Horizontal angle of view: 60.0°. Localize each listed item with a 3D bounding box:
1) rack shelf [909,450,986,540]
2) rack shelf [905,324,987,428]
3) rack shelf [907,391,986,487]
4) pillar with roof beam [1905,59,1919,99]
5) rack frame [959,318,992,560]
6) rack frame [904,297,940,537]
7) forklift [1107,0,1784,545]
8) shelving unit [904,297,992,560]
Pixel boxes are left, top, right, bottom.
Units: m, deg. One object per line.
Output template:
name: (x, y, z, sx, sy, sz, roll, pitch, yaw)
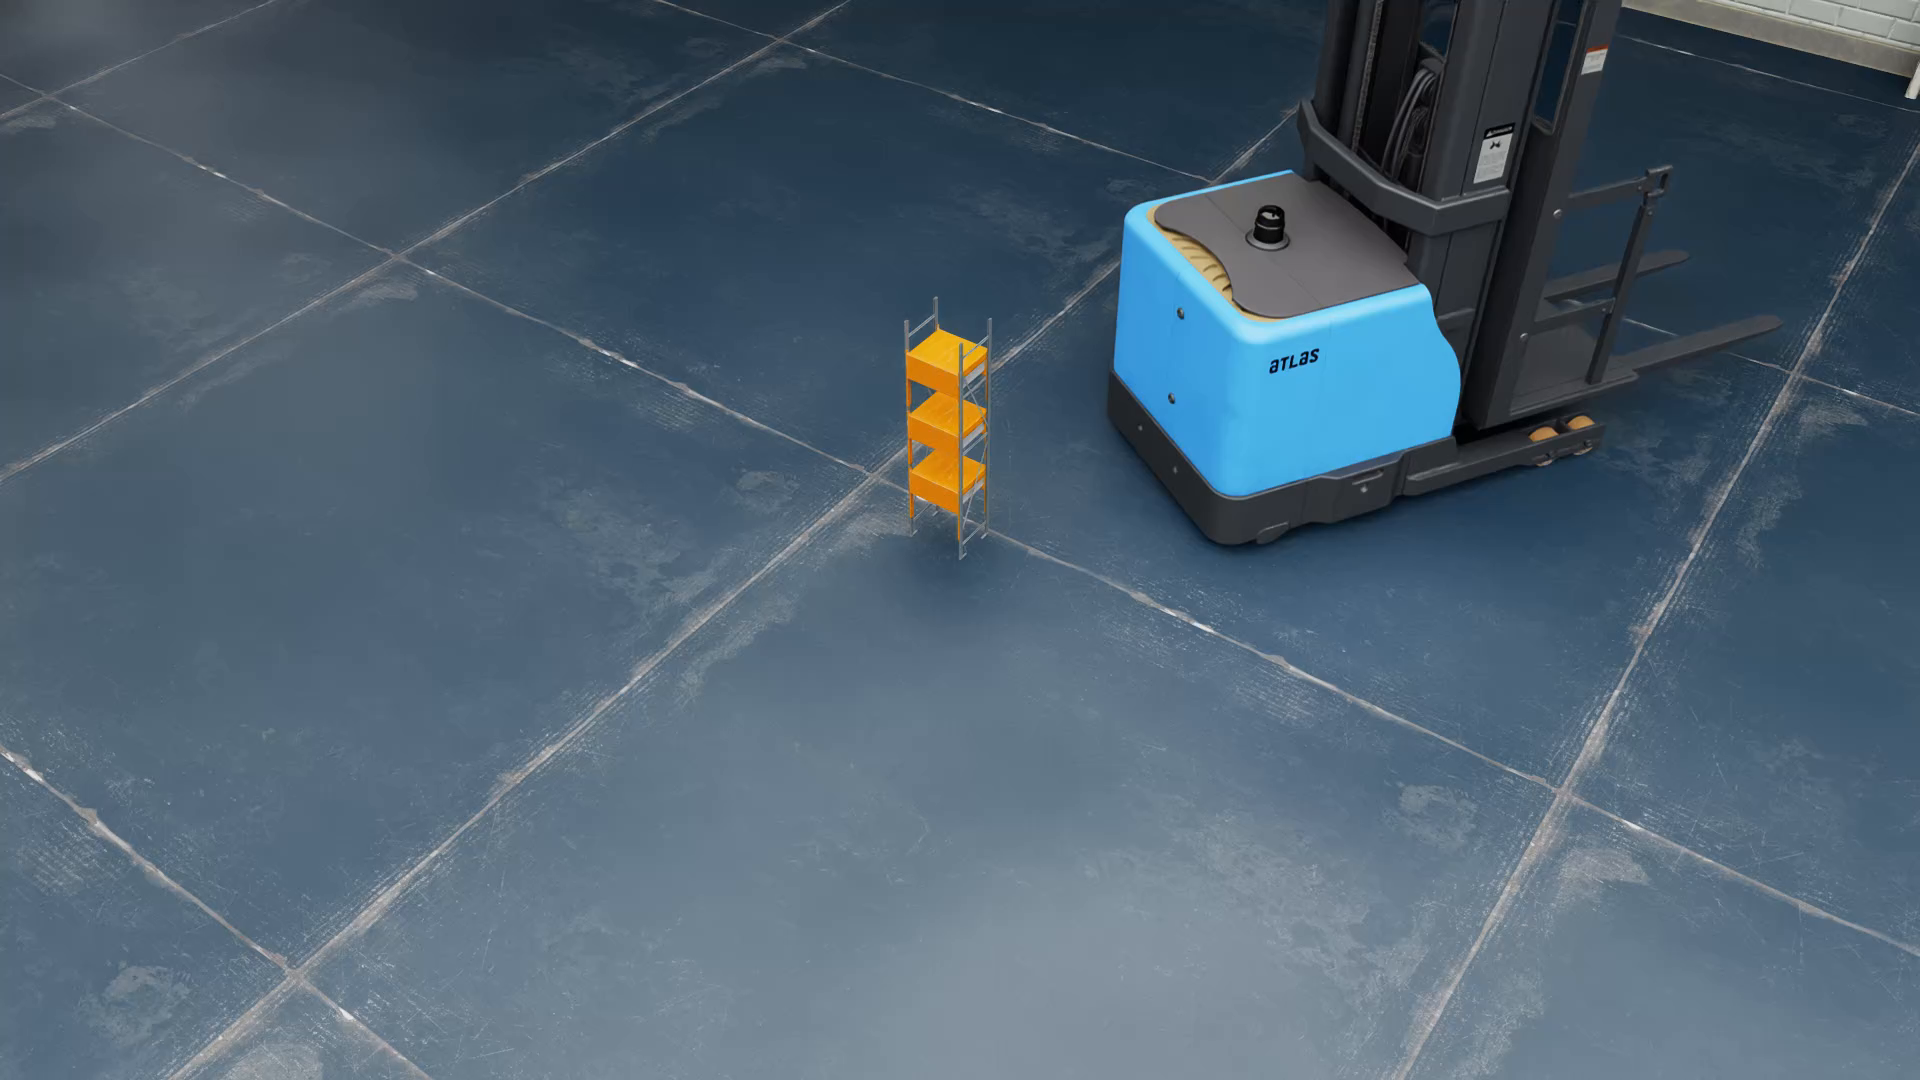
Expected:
rack shelf: (-0.044, -0.197, 6.615, 0.240, 0.259, 0.215, 25, 48, 25)
rack shelf: (-0.044, -0.615, 6.241, 0.240, 0.259, 0.215, 25, 48, 25)
rack shelf: (-0.044, -0.404, 6.430, 0.240, 0.259, 0.215, 25, 48, 25)
pillar with roof beam: (3.239, -3.575, 3.996, 0.400, 9.000, 9.100, 25, 48, 25)
rack frame: (0.056, -0.365, 6.371, 0.008, 1.050, 0.200, 25, 48, 25)
rack frame: (-0.144, -0.458, 6.475, 0.008, 1.050, 0.200, 25, 48, 25)
forklift: (2.207, -1.716, 6.470, 3.031, 2.935, 1.130, -16, 44, -17)
shelving unit: (-0.044, -0.412, 6.423, 0.252, 1.050, 0.215, 25, 48, 25)
